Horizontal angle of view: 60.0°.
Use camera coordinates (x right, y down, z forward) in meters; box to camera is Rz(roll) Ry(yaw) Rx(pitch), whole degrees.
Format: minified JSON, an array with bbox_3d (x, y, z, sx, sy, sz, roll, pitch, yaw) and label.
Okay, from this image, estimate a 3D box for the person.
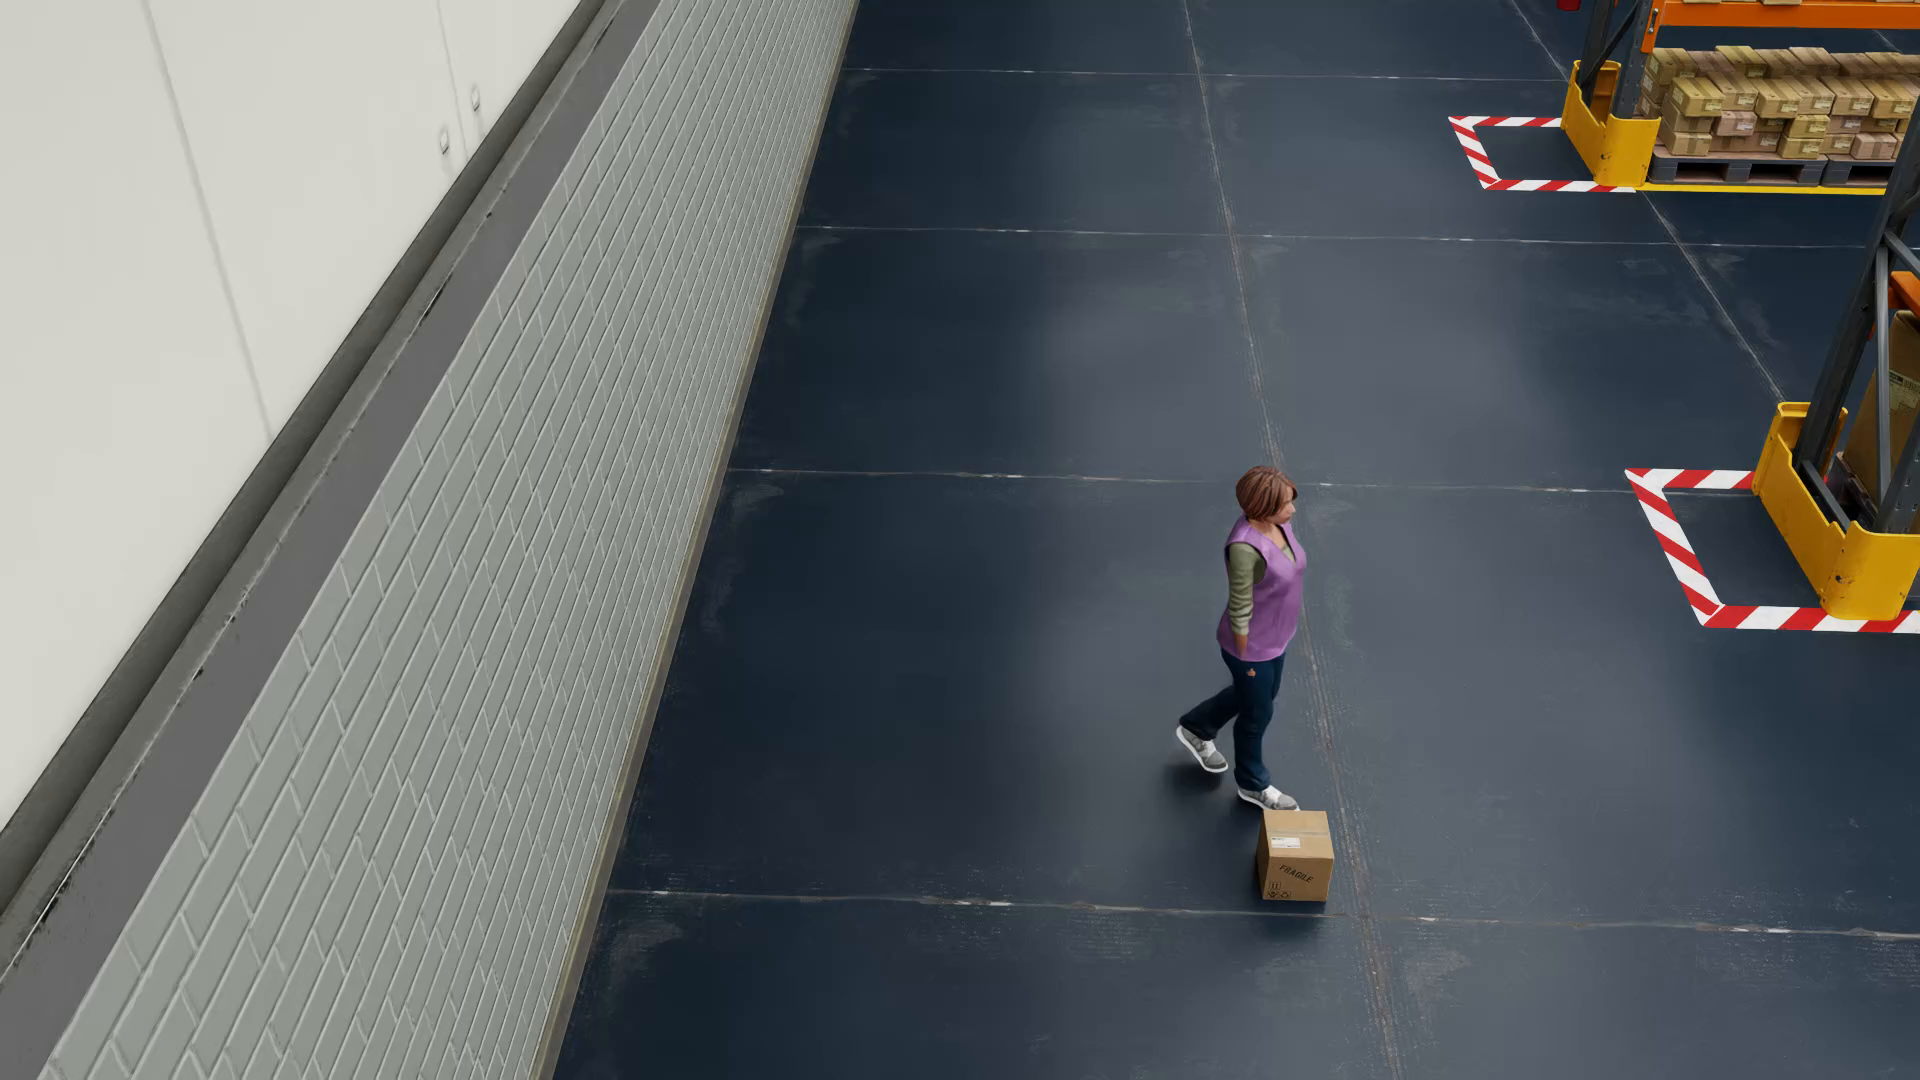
[{"bbox_3d":[1.170,0.380,6.585,0.601,1.590,0.409,18,40,23],"label":"person"}]
